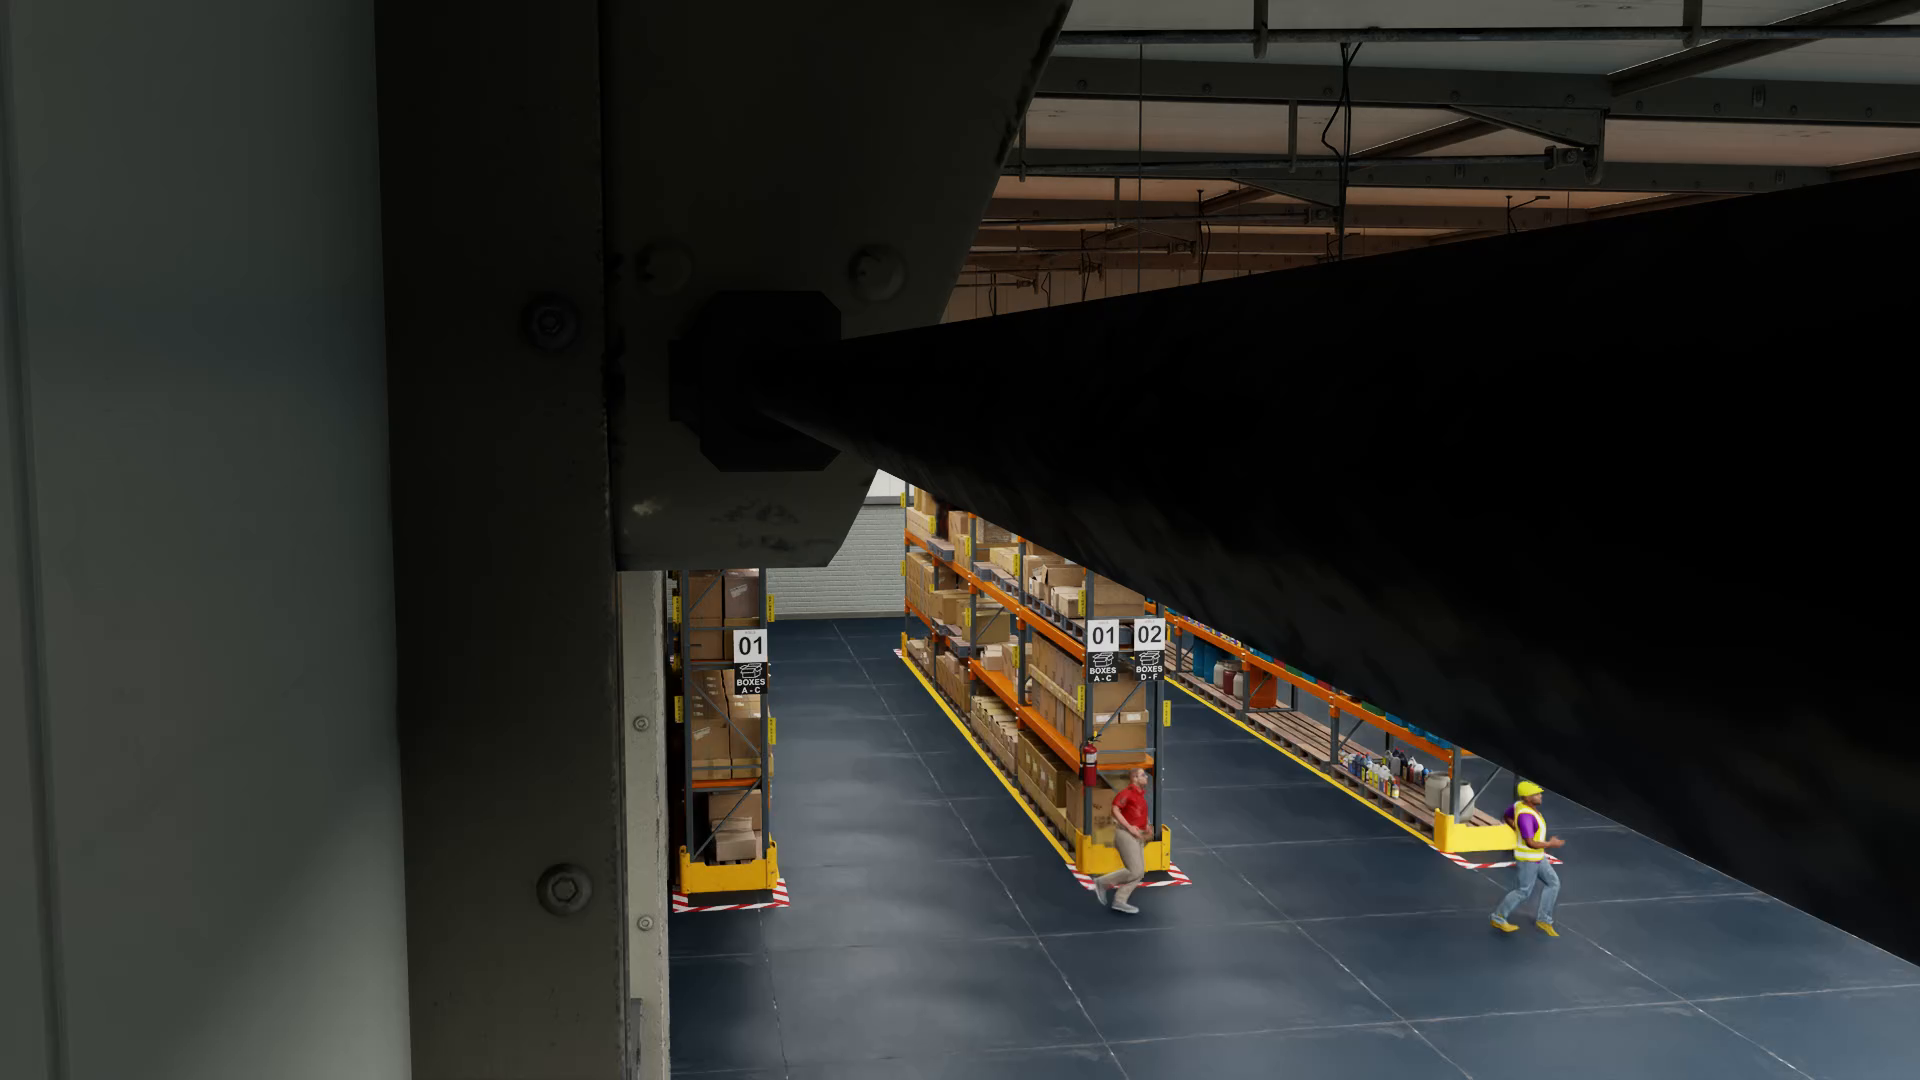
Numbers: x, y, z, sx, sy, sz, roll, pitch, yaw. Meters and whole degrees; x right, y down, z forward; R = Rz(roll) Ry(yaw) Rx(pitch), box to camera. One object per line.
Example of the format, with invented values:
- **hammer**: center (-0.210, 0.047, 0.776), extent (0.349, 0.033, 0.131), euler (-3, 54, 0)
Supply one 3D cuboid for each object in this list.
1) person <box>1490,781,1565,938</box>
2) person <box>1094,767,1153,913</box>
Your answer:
- **person**: center (6.333, 3.558, 18.522), extent (0.757, 1.801, 0.707), euler (2, 6, 22)
- **person**: center (1.954, 3.496, 19.567), extent (0.611, 1.641, 0.734), euler (2, 6, 22)
